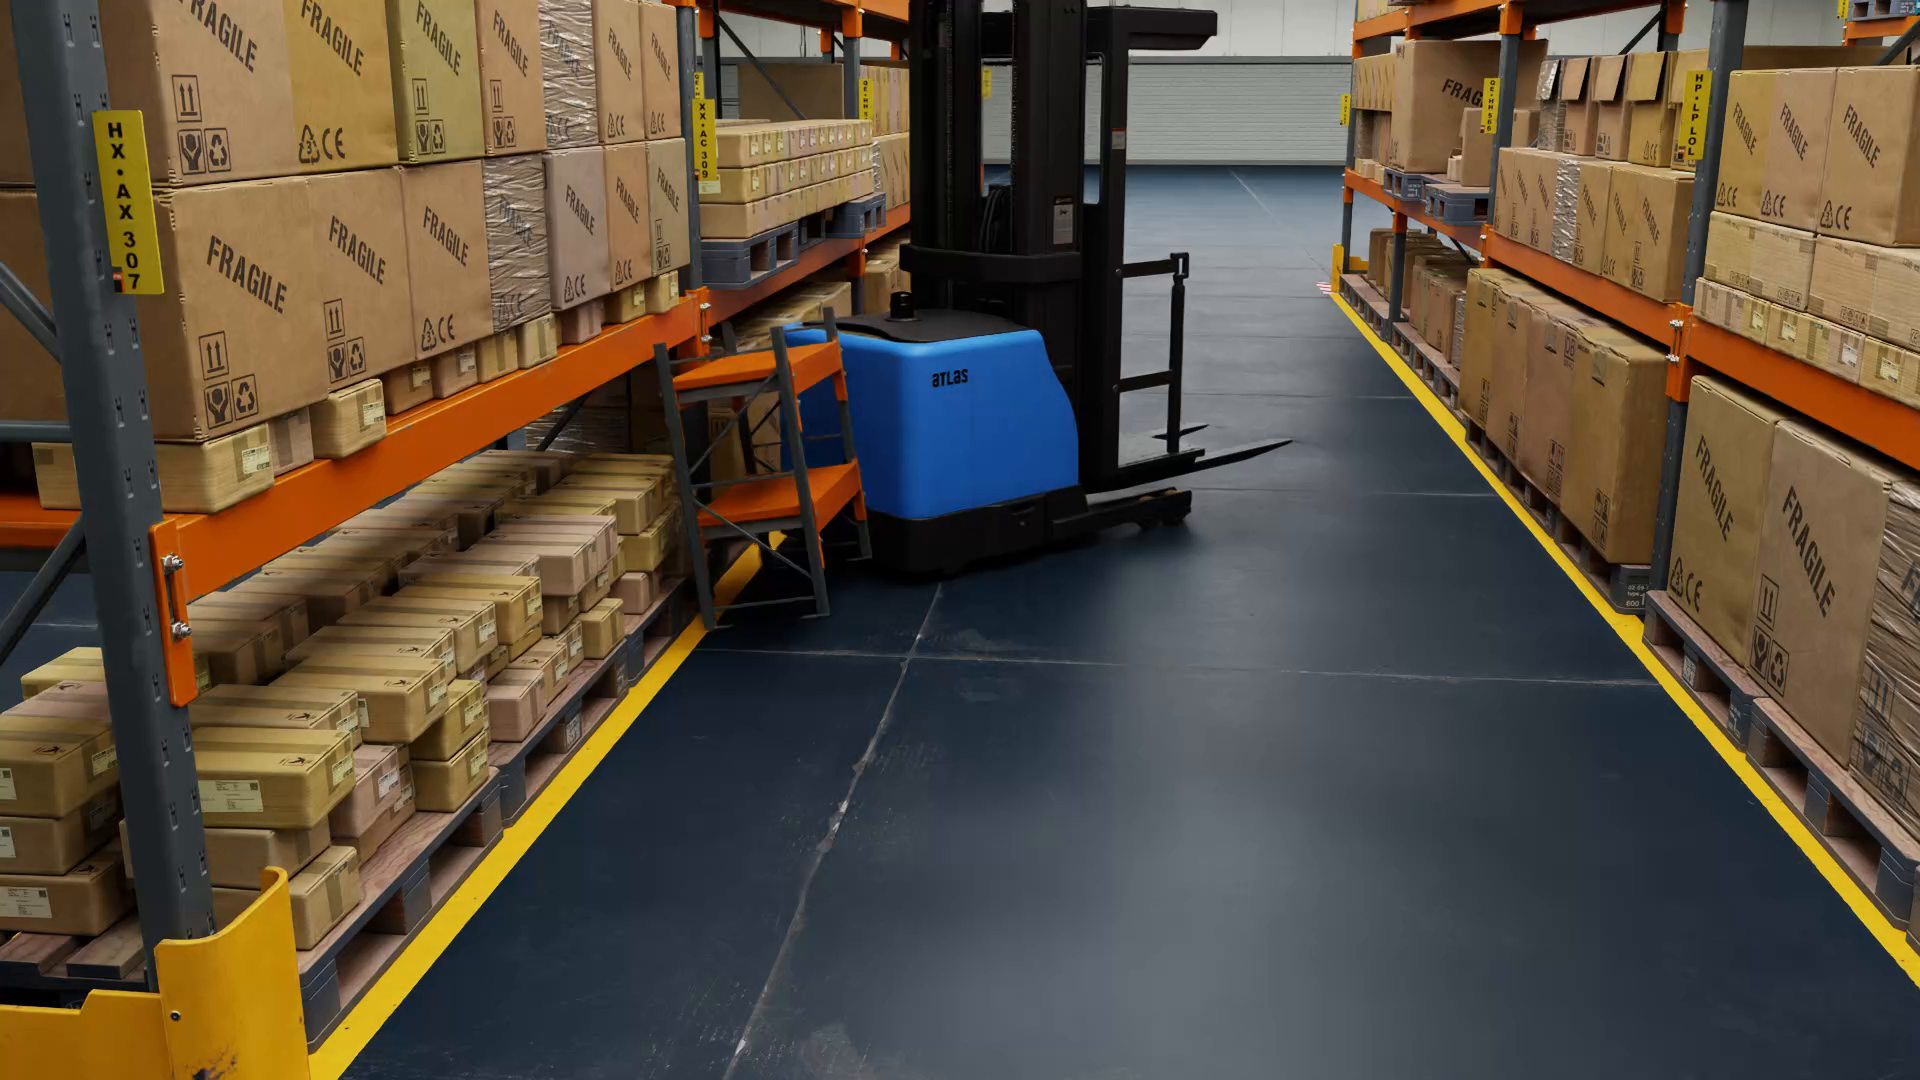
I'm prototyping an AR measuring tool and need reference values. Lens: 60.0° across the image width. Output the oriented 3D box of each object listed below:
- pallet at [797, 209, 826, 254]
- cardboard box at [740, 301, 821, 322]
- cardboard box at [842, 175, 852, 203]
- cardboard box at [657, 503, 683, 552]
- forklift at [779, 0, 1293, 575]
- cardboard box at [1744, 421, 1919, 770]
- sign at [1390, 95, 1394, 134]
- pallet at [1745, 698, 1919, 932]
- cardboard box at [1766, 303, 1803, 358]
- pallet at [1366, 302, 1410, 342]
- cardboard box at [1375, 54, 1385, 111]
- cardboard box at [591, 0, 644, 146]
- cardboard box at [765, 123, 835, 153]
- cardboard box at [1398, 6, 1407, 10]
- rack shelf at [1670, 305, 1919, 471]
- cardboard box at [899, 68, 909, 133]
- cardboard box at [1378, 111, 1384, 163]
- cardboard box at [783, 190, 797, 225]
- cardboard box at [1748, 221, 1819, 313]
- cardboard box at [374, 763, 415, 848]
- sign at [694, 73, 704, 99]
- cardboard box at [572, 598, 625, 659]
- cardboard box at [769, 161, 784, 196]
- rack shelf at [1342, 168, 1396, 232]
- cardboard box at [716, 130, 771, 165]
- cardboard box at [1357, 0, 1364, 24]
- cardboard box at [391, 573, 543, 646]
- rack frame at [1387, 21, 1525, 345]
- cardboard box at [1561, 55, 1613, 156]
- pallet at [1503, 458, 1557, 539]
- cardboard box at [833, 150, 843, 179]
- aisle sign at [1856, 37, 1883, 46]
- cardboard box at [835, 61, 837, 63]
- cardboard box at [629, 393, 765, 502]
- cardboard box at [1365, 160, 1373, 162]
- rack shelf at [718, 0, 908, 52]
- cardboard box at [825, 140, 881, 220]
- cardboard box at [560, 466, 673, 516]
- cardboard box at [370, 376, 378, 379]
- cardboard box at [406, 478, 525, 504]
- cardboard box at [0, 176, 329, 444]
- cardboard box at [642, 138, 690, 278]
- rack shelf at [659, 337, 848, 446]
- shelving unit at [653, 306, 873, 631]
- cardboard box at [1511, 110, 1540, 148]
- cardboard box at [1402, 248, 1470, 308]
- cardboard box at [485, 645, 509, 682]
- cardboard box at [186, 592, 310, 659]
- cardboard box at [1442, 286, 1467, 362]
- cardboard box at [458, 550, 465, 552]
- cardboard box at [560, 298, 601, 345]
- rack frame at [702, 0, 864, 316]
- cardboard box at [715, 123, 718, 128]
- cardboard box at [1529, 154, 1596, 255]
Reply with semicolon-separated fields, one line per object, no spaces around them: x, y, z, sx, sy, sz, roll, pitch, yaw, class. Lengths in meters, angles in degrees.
-1.327;-1.674;8.975;1.003;0.211;1.213;2;15;6;pallet
-1.080;-1.192;9.371;0.500;0.250;0.500;2;15;8;cardboard box
-0.833;-2.026;9.584;0.380;0.149;0.250;1;15;6;cardboard box
-1.333;-0.053;6.697;0.380;0.149;0.250;1;15;4;cardboard box
0.549;-1.560;8.317;3.031;2.935;1.130;-14;20;-41;forklift
3.066;0.153;5.114;0.875;0.875;0.875;2;15;6;cardboard box
3.684;-3.579;13.991;0.100;0.325;0.005;2;15;6;sign
3.023;0.787;4.849;1.003;0.211;1.213;2;15;6;pallet
2.871;-0.679;5.407;0.380;0.149;0.250;1;15;5;cardboard box
4.265;-1.976;15.064;1.003;0.211;1.213;2;15;6;pallet
4.114;-4.205;15.291;0.500;0.500;0.500;2;15;6;cardboard box
-1.433;-1.654;5.857;0.500;0.500;0.500;1;15;4;cardboard box
-0.892;-2.174;8.993;0.380;0.149;0.250;2;15;9;cardboard box
4.016;-4.648;14.146;0.500;0.250;0.500;2;15;8;cardboard box
3.096;-0.206;4.555;1.077;0.370;4.000;2;15;6;rack shelf
-0.799;-3.587;13.576;0.700;0.500;0.500;1;15;5;cardboard box
4.482;-3.843;15.867;0.875;0.500;0.500;2;15;6;cardboard box
-1.007;-1.616;8.069;0.380;0.149;0.250;2;15;7;cardboard box
2.947;-0.900;5.461;0.500;0.250;0.500;2;15;6;cardboard box
-1.700;0.706;4.463;0.380;0.149;0.250;2;15;7;cardboard box
-1.696;-2.856;10.759;0.100;0.325;0.005;2;15;6;sign
-1.418;0.310;5.928;0.380;0.149;0.250;2;15;6;cardboard box
-1.038;-1.692;7.780;0.380;0.149;0.250;2;15;8;cardboard box
4.450;-3.318;16.065;1.077;0.370;4.000;2;15;6;rack shelf
-1.069;-1.774;7.512;0.380;0.149;0.250;2;15;8;cardboard box
4.364;-5.442;17.083;0.500;0.250;0.500;2;15;8;cardboard box
-1.521;0.212;5.149;0.380;0.149;0.250;2;15;7;cardboard box
4.224;-3.147;14.052;1.000;3.000;0.127;2;15;6;rack frame
3.598;-2.284;8.747;0.797;0.503;0.637;2;15;8;cardboard box
3.469;-0.245;8.665;1.003;0.211;1.213;2;15;6;pallet
-0.862;-2.098;9.281;0.380;0.149;0.250;2;15;6;cardboard box
9.314;-5.320;17.111;0.394;0.787;0.004;2;15;6;aisle sign
-0.670;-4.153;15.419;0.875;0.550;0.550;2;15;6;cardboard box
-1.249;-0.424;7.968;0.500;0.500;0.500;2;15;8;cardboard box
4.273;-3.737;16.717;0.380;0.149;0.250;2;15;6;cardboard box
-0.918;-3.901;12.474;1.077;0.370;4.000;2;15;6;rack shelf
-0.825;-2.438;11.241;0.500;0.500;0.500;2;15;7;cardboard box
-1.366;-0.190;6.637;0.380;0.149;0.250;2;15;7;cardboard box
-1.720;-0.366;4.252;0.380;0.149;0.250;2;15;9;cardboard box
-1.910;-0.138;6.442;0.380;0.149;0.250;1;15;5;cardboard box
-1.722;-0.507;3.528;0.500;0.500;0.500;2;15;9;cardboard box
-1.369;-1.302;6.470;0.500;0.500;0.500;2;15;6;cardboard box
-0.817;-0.615;6.801;0.538;0.278;1.000;-7;11;8;rack shelf
-0.774;-0.331;6.857;0.538;1.125;1.048;-7;11;8;shelving unit
3.794;-2.501;10.670;0.500;0.500;0.500;0;15;-1;cardboard box
4.366;-2.394;15.253;0.500;0.500;0.500;7;17;24;cardboard box
-1.644;0.353;5.197;0.380;0.149;0.250;2;15;9;cardboard box
-2.183;0.264;4.957;0.380;0.149;0.250;2;15;8;cardboard box
3.936;-1.581;12.207;0.700;0.500;0.500;3;15;11;cardboard box
-1.919;0.073;6.233;0.380;0.149;0.250;1;15;3;cardboard box
-1.460;-0.767;5.732;0.380;0.149;0.250;1;15;4;cardboard box
-1.144;-2.281;10.853;1.000;3.000;0.127;2;15;6;rack frame
-1.535;-2.195;9.070;0.380;0.149;0.250;2;15;8;cardboard box
3.337;-1.773;8.779;0.500;0.500;0.500;1;15;5;cardboard box
